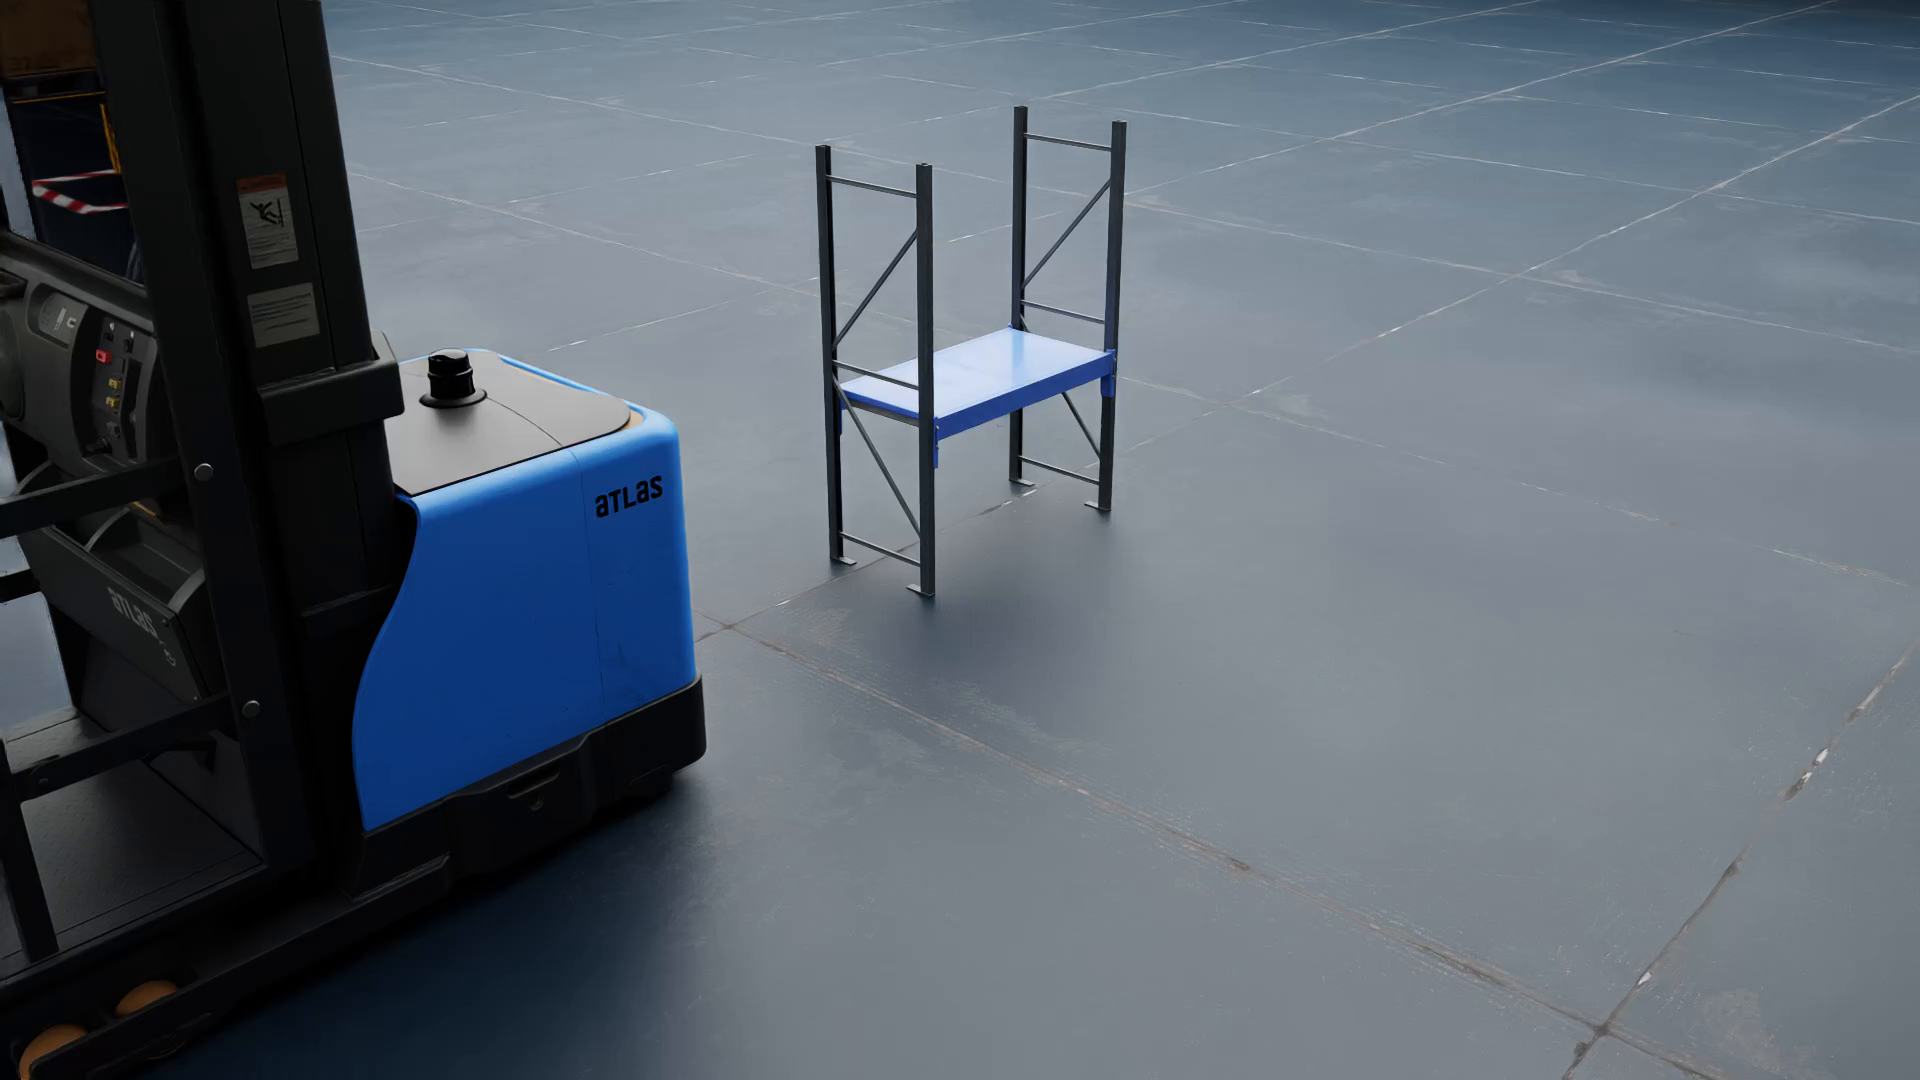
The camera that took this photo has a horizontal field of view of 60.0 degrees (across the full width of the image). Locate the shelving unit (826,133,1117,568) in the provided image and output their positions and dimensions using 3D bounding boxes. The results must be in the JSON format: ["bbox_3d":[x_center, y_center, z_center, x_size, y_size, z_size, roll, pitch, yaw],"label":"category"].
[{"bbox_3d":[0.057,-0.710,6.001,0.538,1.308,1.030,20,31,38],"label":"shelving unit"}]

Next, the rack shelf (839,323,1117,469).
[{"bbox_3d":[0.057,-0.546,6.075,0.538,0.185,1.000,20,31,38],"label":"rack shelf"}]

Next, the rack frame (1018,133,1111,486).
[{"bbox_3d":[0.395,-0.866,6.348,0.475,1.308,0.013,20,31,38],"label":"rack frame"}]

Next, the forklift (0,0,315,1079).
[{"bbox_3d":[-2.093,-0.367,3.486,1.121,2.935,3.031,21,31,38],"label":"forklift"}]

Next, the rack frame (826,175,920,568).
[{"bbox_3d":[-0.284,-0.556,5.657,0.475,1.308,0.013,20,31,38],"label":"rack frame"}]
